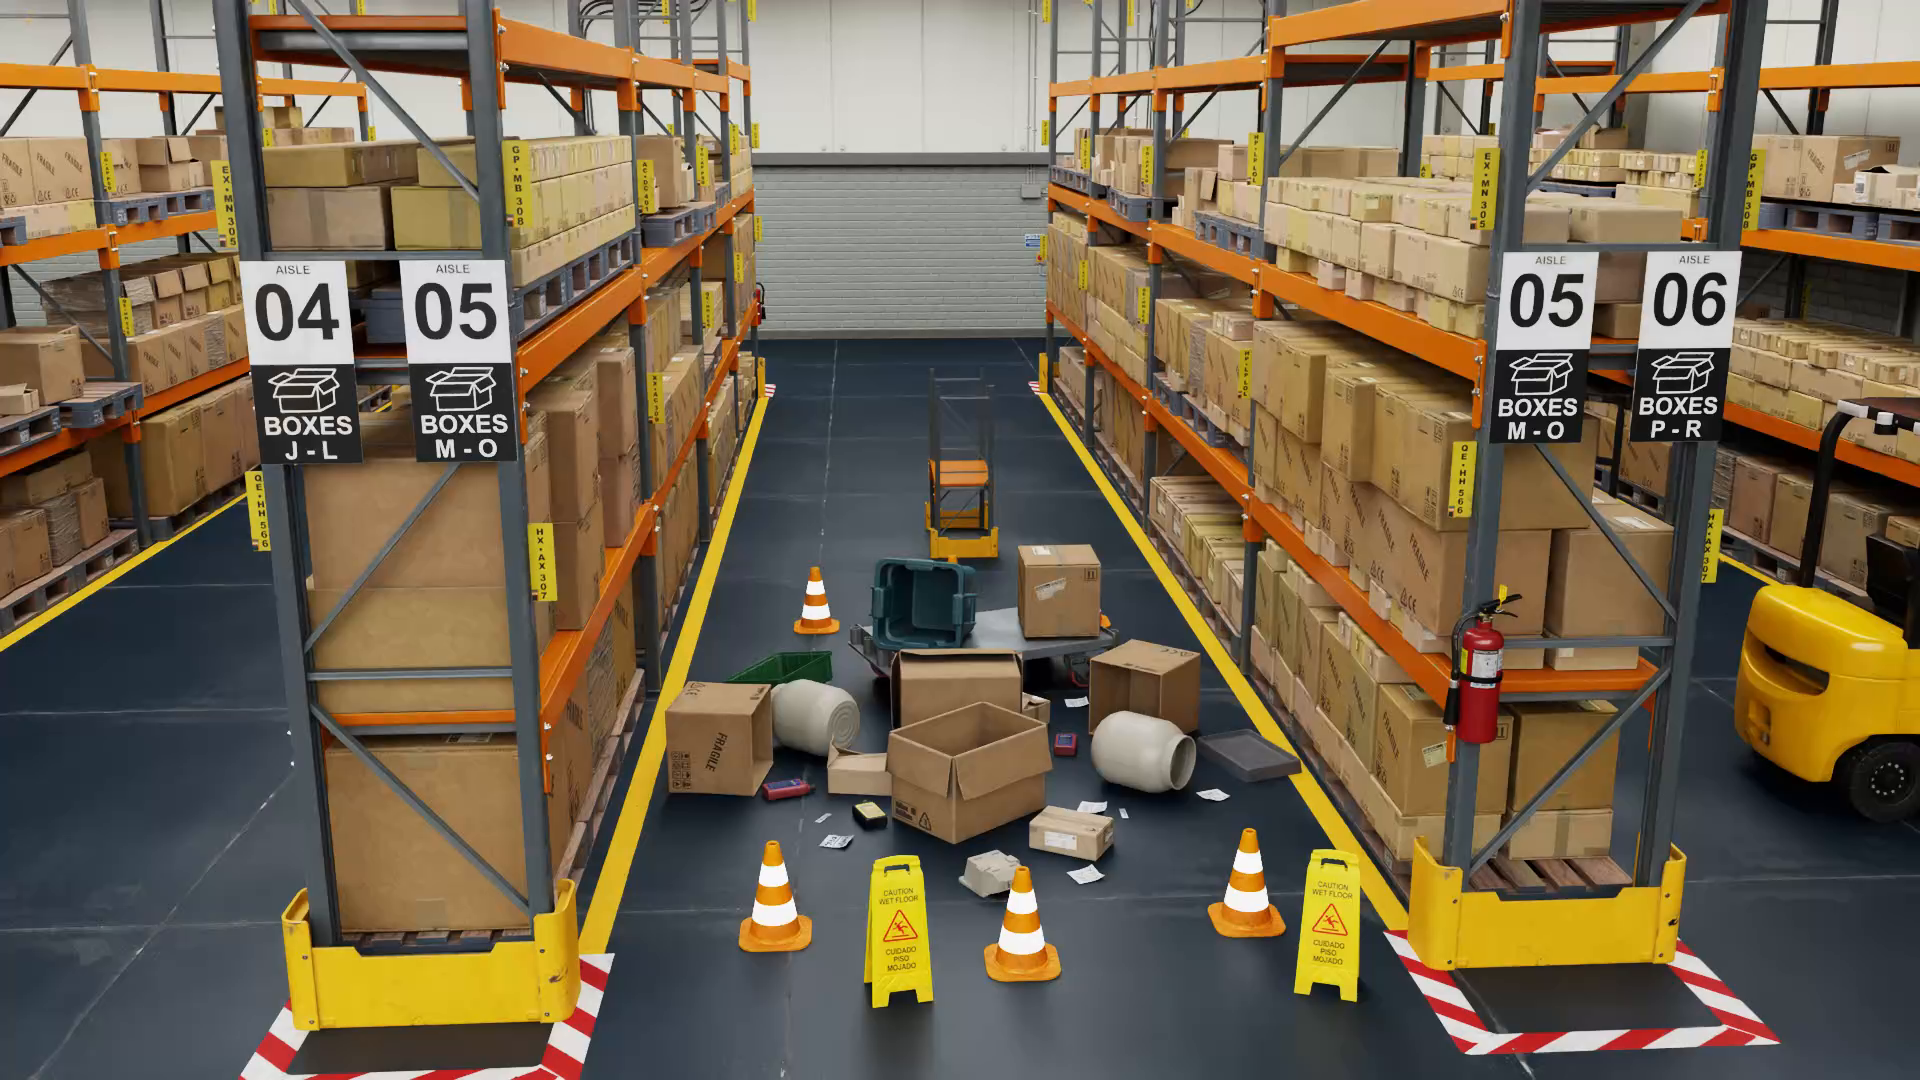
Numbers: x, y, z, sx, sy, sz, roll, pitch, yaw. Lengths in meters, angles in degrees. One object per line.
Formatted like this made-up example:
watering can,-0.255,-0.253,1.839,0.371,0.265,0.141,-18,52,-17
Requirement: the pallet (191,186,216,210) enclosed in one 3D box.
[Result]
pallet,-7.845,-3.510,17.013,0.805,0.209,1.217,-1,15,-6

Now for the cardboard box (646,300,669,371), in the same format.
cardboard box,-2.662,-1.602,13.024,0.700,0.500,0.500,-1,14,-4

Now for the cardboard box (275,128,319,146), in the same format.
cardboard box,-7.979,-4.590,19.582,0.700,0.500,0.500,0,14,-1

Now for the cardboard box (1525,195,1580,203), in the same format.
cardboard box,2.827,-1.604,8.125,0.380,0.149,0.250,-1,14,-4

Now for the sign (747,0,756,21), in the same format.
sign,-2.687,-6.862,21.443,0.100,0.325,0.005,-1,14,-3

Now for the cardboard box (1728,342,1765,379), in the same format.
cardboard box,6.955,-1.544,14.305,0.500,0.250,0.500,0,14,-2

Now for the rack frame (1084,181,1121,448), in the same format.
rack frame,1.940,-2.530,18.841,1.000,3.000,0.127,-1,14,-3

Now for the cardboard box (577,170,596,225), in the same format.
cardboard box,-2.120,-1.721,8.336,0.500,0.250,0.500,-1,14,-4

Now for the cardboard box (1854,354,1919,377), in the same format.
cardboard box,7.048,-1.317,12.625,0.380,0.149,0.250,-1,14,-5

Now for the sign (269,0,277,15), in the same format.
sign,-8.753,-6.800,21.202,0.100,0.325,0.005,-1,14,-3

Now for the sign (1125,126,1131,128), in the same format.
sign,2.234,-5.373,22.252,0.100,0.325,0.005,-1,14,-3

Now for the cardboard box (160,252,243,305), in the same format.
cardboard box,-7.903,-2.753,17.492,0.797,0.503,0.637,-1,14,-5

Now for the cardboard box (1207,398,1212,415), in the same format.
cardboard box,2.079,-1.000,12.555,0.380,0.149,0.250,-1,14,-3

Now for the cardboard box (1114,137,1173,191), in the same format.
cardboard box,1.789,-3.674,16.222,0.500,0.500,0.500,-1,14,-3

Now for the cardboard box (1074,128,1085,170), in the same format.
cardboard box,1.667,-4.774,20.299,0.500,0.500,0.500,-1,14,-2

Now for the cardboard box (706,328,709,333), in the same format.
cardboard box,-2.657,-2.103,16.246,0.380,0.149,0.250,-1,14,-4

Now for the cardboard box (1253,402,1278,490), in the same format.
cardboard box,2.185,-0.620,10.617,0.500,0.500,0.500,-1,14,-4

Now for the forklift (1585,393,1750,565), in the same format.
forklift,5.246,-1.327,14.304,3.031,2.935,1.130,13,20,42

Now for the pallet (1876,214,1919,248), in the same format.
pallet,7.322,-2.198,11.912,0.805,0.209,1.217,-1,15,-6

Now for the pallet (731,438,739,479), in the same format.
pallet,-2.945,-0.885,18.041,1.003,0.211,1.213,-1,14,-3

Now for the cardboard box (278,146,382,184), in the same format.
cardboard box,-2.625,-1.554,6.887,0.380,0.149,0.250,-1,14,-3

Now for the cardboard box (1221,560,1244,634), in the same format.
cardboard box,2.400,0.398,11.890,0.950,0.372,0.625,-1,14,-3

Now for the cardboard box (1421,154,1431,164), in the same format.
cardboard box,6.401,-5.012,22.172,0.500,0.250,0.500,-1,14,-4

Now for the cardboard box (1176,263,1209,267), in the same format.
cardboard box,2.344,-2.447,16.309,0.500,0.500,0.500,0,14,-2

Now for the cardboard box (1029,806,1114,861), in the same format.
cardboard box,0.586,1.540,8.742,0.380,0.149,0.250,7,16,26

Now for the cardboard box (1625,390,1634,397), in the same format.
cardboard box,7.327,-1.507,17.734,0.380,0.149,0.250,-1,14,-3

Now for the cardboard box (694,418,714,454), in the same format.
cardboard box,-2.548,-0.965,15.427,0.500,0.250,0.500,-2,15,-6

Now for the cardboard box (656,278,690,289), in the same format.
cardboard box,-3.306,-2.737,18.848,0.500,0.500,0.500,-1,14,-3

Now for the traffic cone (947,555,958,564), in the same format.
traffic cone,-0.055,0.344,12.759,0.336,0.463,0.334,-1,14,-3

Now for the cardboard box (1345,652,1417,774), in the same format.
cardboard box,2.338,0.894,8.702,0.500,0.500,0.500,0,14,-1

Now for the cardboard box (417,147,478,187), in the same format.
cardboard box,-1.954,-1.501,6.682,0.380,0.149,0.250,-1,14,-3

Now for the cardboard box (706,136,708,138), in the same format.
cardboard box,-3.450,-5.155,21.519,0.380,0.149,0.250,-1,14,-4

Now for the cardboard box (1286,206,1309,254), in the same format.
cardboard box,2.231,-1.823,9.777,0.500,0.250,0.500,-1,14,-4

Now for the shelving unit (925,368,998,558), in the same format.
shelving unit,0.005,-0.707,14.766,0.587,1.500,1.083,-1,14,-3

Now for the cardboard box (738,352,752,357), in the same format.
cardboard box,-2.957,-2.407,22.045,0.380,0.149,0.250,-1,14,-3

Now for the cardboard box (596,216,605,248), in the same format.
cardboard box,-2.077,-1.620,8.742,0.380,0.149,0.250,-1,14,-4

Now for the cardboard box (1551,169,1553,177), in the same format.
cardboard box,6.610,-3.984,17.931,0.380,0.149,0.250,-1,14,-3

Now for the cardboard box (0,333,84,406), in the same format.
cardboard box,-7.496,-1.363,13.262,0.700,0.500,0.500,1,14,5

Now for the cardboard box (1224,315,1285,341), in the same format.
cardboard box,2.126,-1.533,12.024,0.380,0.149,0.250,-1,14,-5

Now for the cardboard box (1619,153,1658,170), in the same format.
cardboard box,6.744,-3.734,16.403,0.380,0.149,0.250,-1,14,-3

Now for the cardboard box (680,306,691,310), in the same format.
cardboard box,-2.628,-2.116,15.696,0.380,0.149,0.250,-1,15,-6

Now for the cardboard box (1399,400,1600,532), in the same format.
cardboard box,2.434,-0.346,7.549,0.700,0.500,0.500,-1,14,-5

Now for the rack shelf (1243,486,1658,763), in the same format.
rack shelf,2.559,0.305,9.265,1.077,0.370,4.000,-1,14,-3

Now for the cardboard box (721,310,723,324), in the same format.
cardboard box,-2.772,-2.415,18.053,0.380,0.149,0.250,-1,14,-5

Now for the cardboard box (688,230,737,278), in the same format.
cardboard box,-2.779,-3.222,18.723,0.500,0.500,0.500,-1,14,-2

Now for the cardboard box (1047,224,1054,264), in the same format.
cardboard box,1.437,-3.934,22.089,0.500,0.500,0.500,-1,14,-5

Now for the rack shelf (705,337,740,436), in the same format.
rack shelf,-2.871,-1.583,16.603,1.077,0.370,4.000,-1,14,-3

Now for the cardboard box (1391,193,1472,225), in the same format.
cardboard box,2.394,-1.661,8.346,0.380,0.149,0.250,-1,14,-5

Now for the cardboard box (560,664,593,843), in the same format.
cardboard box,-2.416,0.995,8.562,0.875,0.875,0.875,-1,14,-4

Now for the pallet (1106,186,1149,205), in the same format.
pallet,2.046,-3.663,17.608,0.805,0.209,1.217,-1,15,-6

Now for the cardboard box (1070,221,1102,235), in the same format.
cardboard box,1.557,-3.829,20.378,0.380,0.149,0.250,-1,14,-3

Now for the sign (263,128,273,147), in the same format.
sign,-7.410,-4.244,17.811,0.100,0.325,0.005,-1,14,-3

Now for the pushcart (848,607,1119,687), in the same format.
pushcart,0.163,0.777,11.250,1.648,0.377,0.936,-6,16,-23

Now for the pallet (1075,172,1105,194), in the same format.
pallet,1.900,-4.144,19.270,1.003,0.211,1.213,-1,14,-3

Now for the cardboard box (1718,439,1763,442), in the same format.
cardboard box,7.395,-0.715,15.960,0.500,0.500,0.500,0,14,-1

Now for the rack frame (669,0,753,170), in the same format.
rack frame,-3.242,-6.329,21.565,1.000,3.000,0.127,-1,14,-3

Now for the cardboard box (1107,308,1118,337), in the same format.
cardboard box,1.784,-2.205,16.875,0.500,0.250,0.500,-1,14,-5

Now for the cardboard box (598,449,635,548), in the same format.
cardboard box,-2.407,-0.284,9.809,0.875,0.550,0.550,-1,14,-3
